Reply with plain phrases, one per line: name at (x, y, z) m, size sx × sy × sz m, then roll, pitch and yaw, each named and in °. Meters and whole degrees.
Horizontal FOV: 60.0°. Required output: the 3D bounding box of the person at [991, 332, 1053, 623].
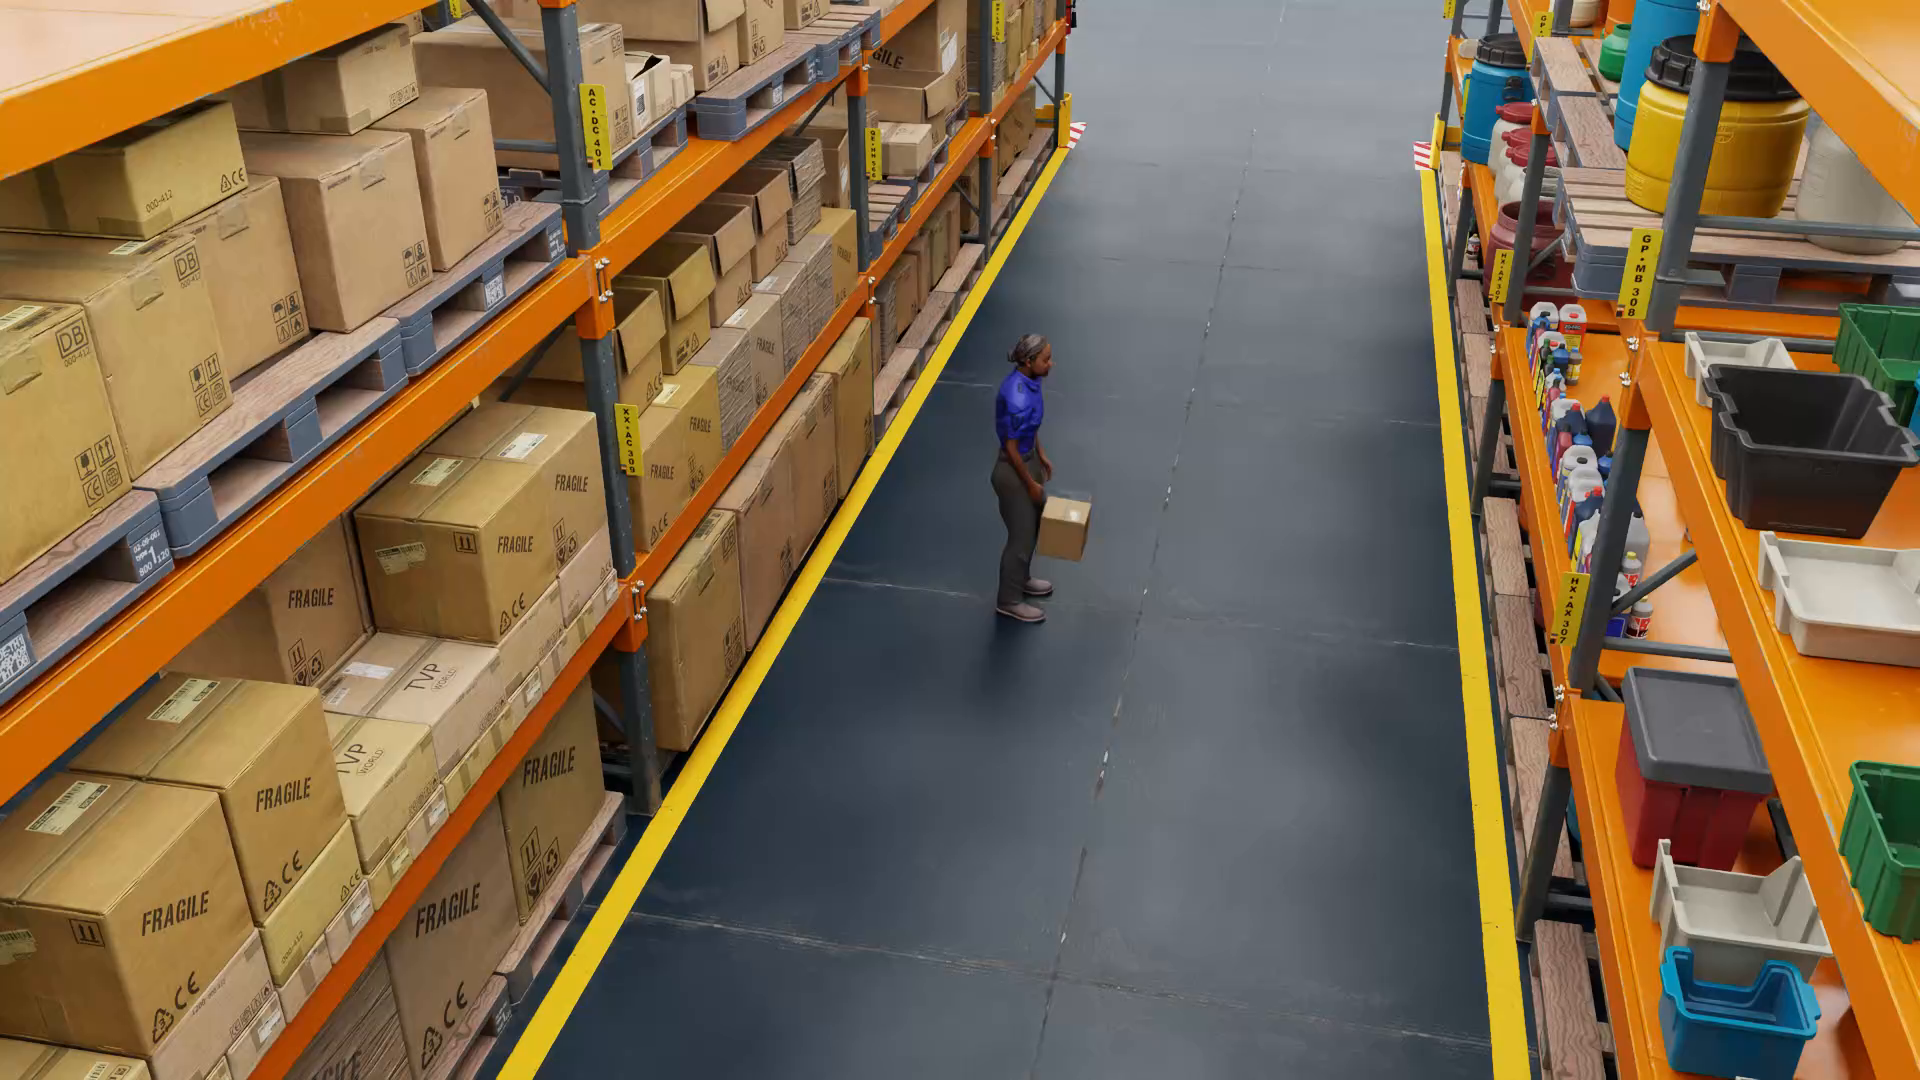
person at (0.356, -0.373, 9.286) m, size 0.345 × 1.659 × 0.494 m, roll 6°, pitch 29°, yaw 10°
